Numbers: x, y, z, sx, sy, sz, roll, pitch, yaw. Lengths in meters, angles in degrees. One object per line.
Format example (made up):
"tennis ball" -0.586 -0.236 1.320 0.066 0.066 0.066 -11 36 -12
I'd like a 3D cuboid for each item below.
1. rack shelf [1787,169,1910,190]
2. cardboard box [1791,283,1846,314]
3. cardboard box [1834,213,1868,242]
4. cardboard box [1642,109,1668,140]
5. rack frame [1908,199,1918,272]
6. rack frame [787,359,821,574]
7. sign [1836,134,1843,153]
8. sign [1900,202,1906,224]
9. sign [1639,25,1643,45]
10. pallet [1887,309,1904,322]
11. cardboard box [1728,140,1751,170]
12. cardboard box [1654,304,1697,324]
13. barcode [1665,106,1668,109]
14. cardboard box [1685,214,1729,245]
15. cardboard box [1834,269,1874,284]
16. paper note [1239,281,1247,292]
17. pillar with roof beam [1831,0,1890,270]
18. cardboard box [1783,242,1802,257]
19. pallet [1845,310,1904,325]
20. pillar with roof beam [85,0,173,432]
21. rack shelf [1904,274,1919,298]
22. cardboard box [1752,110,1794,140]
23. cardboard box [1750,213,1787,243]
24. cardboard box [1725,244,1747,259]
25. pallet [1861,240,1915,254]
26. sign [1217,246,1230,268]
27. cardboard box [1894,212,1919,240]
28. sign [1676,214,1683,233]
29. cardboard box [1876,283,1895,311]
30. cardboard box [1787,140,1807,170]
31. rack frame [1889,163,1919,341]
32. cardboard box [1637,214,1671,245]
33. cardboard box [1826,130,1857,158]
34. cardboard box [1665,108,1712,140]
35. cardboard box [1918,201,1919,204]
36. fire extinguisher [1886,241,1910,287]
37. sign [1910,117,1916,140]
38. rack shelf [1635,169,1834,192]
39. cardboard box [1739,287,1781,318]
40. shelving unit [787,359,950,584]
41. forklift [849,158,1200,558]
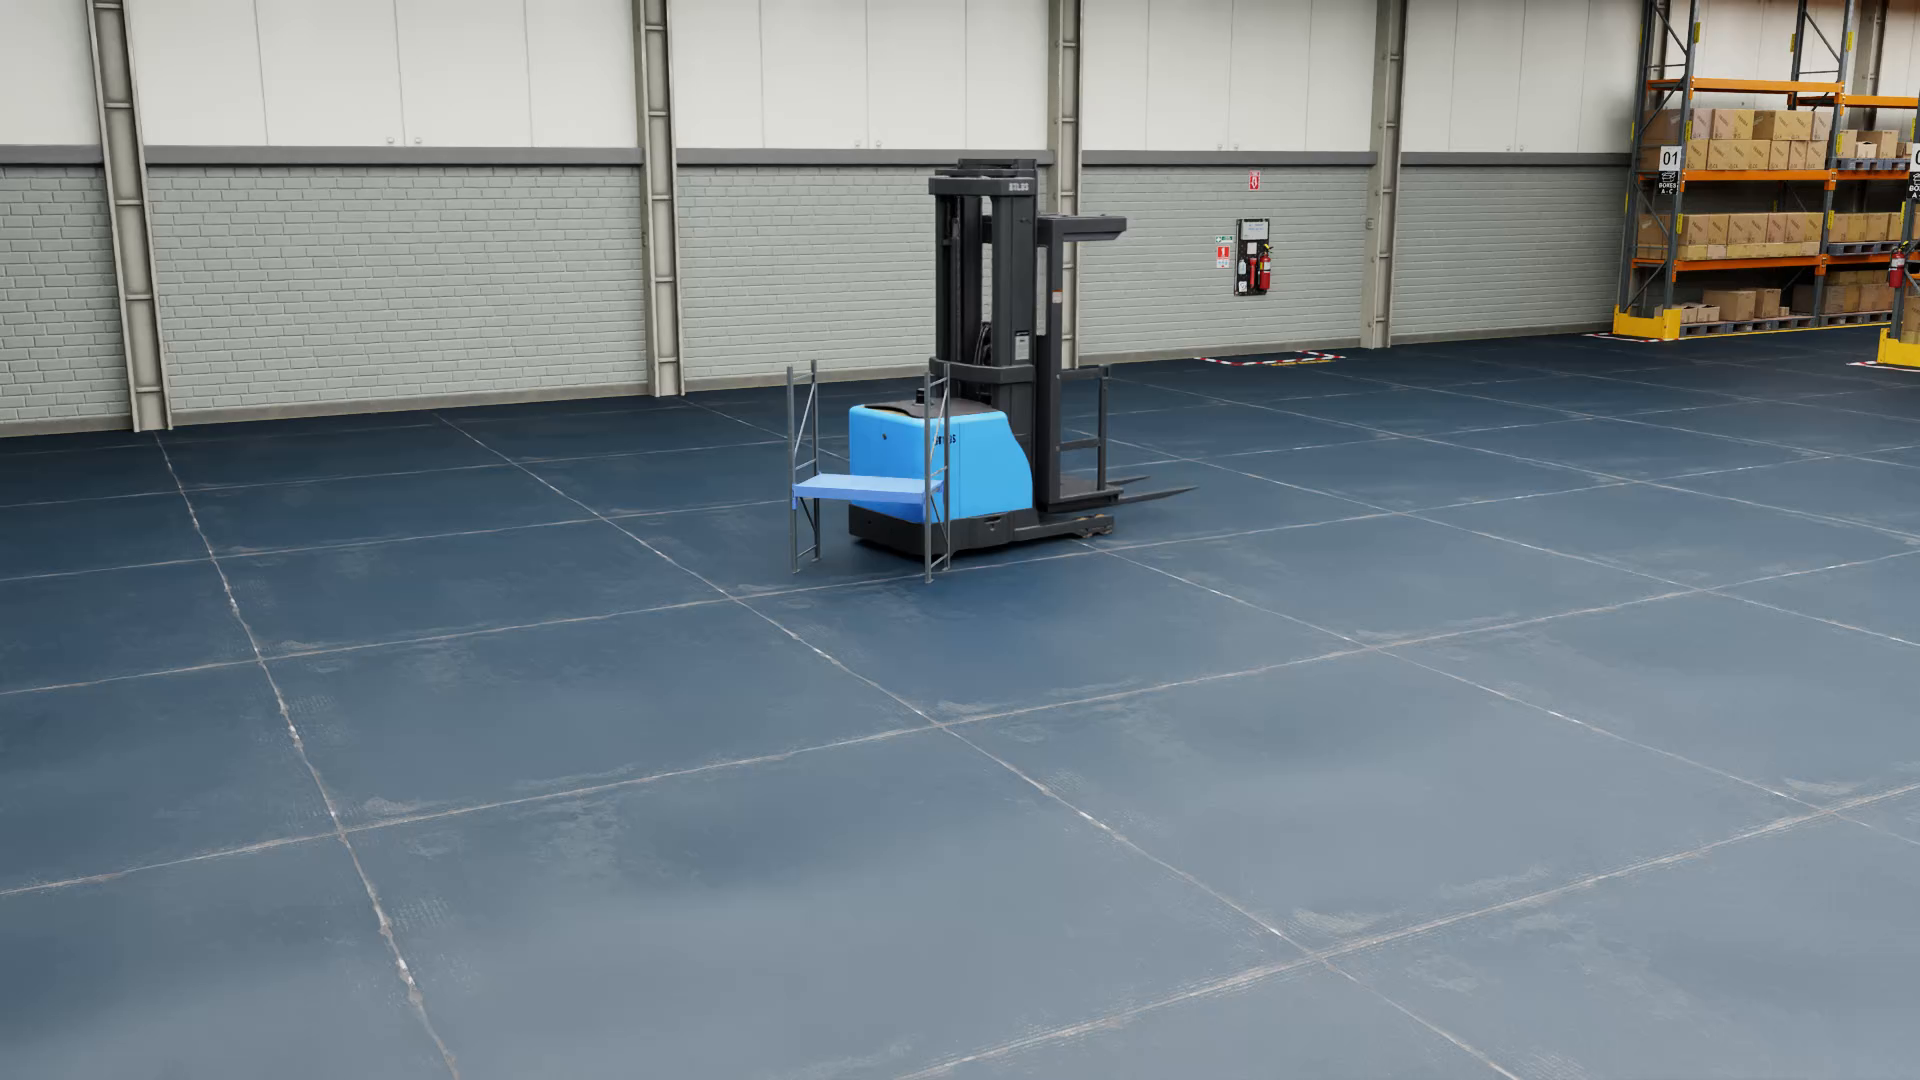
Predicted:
"rack shelf" 17.080 -6.738 31.023 4.000 0.370 1.077 -7 14 -28
"cardboard box" 15.962 -4.491 30.922 0.500 0.500 0.700 -6 14 -26
"cardboard box" 16.281 -5.783 30.742 0.500 0.500 0.700 -5 14 -22
"cardboard box" 12.067 -7.100 28.441 0.500 0.500 0.500 -6 14 -25
"rack frame" 18.835 -5.836 32.208 0.127 3.000 1.000 -7 14 -28
"rack frame" -1.134 -0.540 12.092 0.032 1.500 0.500 4 13 16
"sign" 15.591 -7.027 29.491 0.005 0.325 0.100 -7 14 -28
"sign" 13.942 -4.826 24.546 0.005 0.325 0.100 -7 14 -28
"sign" 11.565 -8.563 28.174 0.005 0.325 0.100 -7 14 -28
"pallet" 18.149 -4.393 32.150 1.213 0.211 1.003 -7 14 -28
"cardboard box" 13.169 -6.608 28.534 0.500 0.500 0.500 -6 14 -25
"cardboard box" 12.464 -3.952 28.961 0.500 0.311 0.500 -9 15 -34
"barcode" 12.197 -7.458 28.712 0.075 0.075 0.001 -7 14 -28
"cardboard box" 12.815 -5.339 28.588 0.500 0.500 0.500 -7 14 -28
"cardboard box" 16.802 -4.959 31.295 0.500 0.250 0.500 -7 15 -29
"paper note" 4.371 -3.915 25.682 0.142 0.148 0.016 -7 14 -28
"pillar with roof beam" 19.342 -7.963 27.996 0.400 9.000 9.100 -7 14 -28
"cardboard box" 14.613 -5.192 29.645 0.500 0.250 0.500 -7 14 -28
"pallet" 17.079 -4.266 31.584 1.213 0.211 1.003 -7 14 -28
"pillar with roof beam" -6.990 -4.807 13.972 0.400 9.000 9.100 -7 14 -28
"rack shelf" 15.946 -3.899 25.242 4.000 0.370 1.077 -7 14 -28
"cardboard box" 14.085 -7.203 28.901 0.500 0.500 0.500 -7 15 -30
"cardboard box" 14.175 -5.503 29.320 0.500 0.500 0.500 -7 15 -29
"cardboard box" 13.293 -5.031 28.927 0.500 0.250 0.500 -7 15 -29
"pallet" 17.117 -5.526 31.268 1.213 0.211 1.003 -7 14 -28
"sign" 4.025 -4.330 25.435 0.234 0.329 0.001 -7 14 -28
"cardboard box" 17.950 -5.984 31.636 0.500 0.500 0.700 -8 15 -33
"sign" 12.074 -5.312 27.909 0.005 0.325 0.100 -7 14 -28
"cardboard box" 17.298 -4.655 31.655 0.500 0.500 0.700 -7 14 -28
"cardboard box" 14.550 -6.785 29.322 0.500 0.500 0.500 -8 15 -33
"rack frame" 14.190 -4.040 24.228 0.127 3.000 1.000 -7 14 -28
"cardboard box" 12.125 -5.387 28.802 0.500 0.500 0.500 -7 14 -28
"cardboard box" 15.843 -7.174 30.139 0.500 0.500 0.500 -5 13 -20
"cardboard box" 12.268 -6.998 27.988 0.500 0.500 0.500 -8 15 -32
"cardboard box" 19.109 -6.503 32.514 0.500 0.250 0.500 -6 14 -26
"fire extinguisher" 13.864 -4.079 24.579 0.183 0.674 0.296 -7 14 -28
"sign" 13.942 -6.003 24.281 0.005 0.325 0.100 -7 14 -28
"rack shelf" 13.569 -6.317 29.153 4.000 0.370 1.077 -7 14 -28
"cardboard box" 14.433 -4.293 30.045 0.500 0.500 0.500 -8 15 -32
"shelving unit" -0.647 -0.508 11.949 1.048 1.500 0.538 4 13 16
"forklift" 0.618 -1.526 13.216 3.031 2.935 1.130 -9 16 -35
